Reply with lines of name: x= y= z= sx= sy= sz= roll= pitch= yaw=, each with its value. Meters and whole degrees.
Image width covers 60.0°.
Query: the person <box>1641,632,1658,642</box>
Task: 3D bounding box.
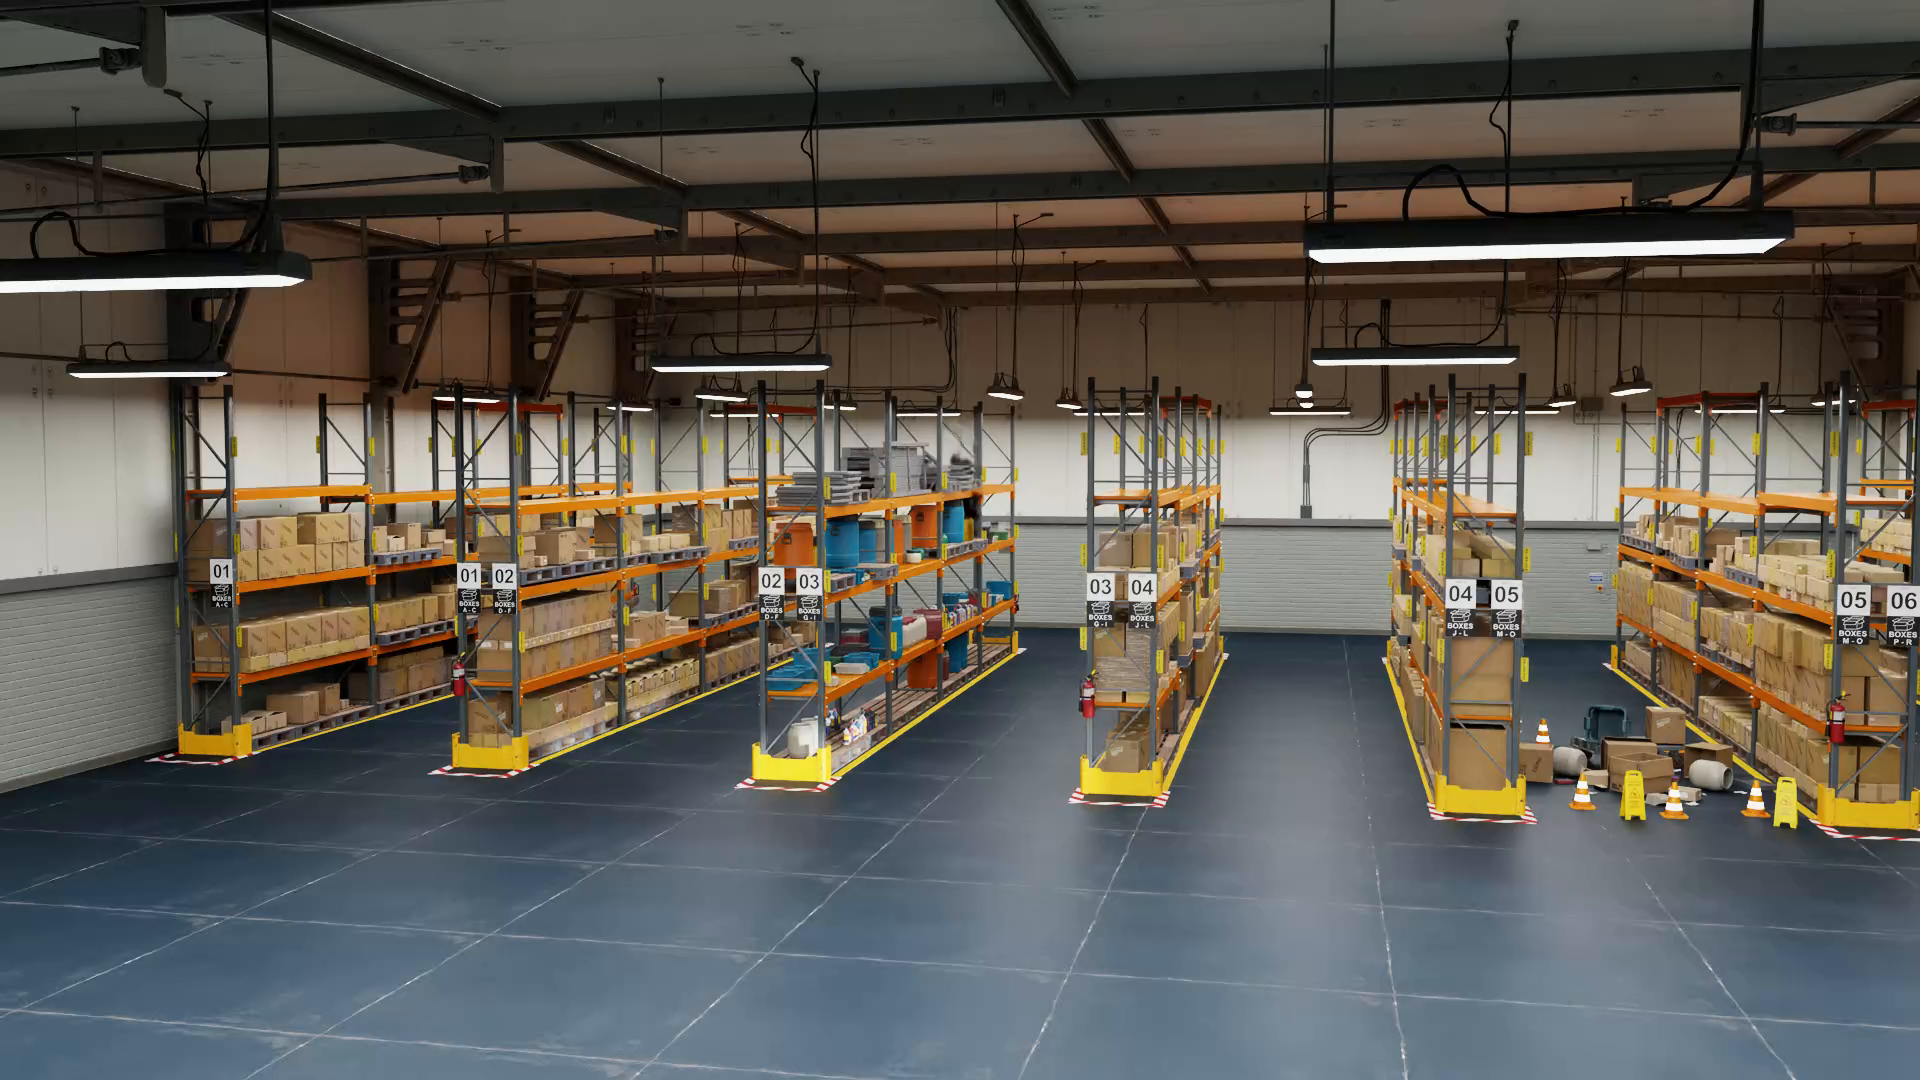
person: x=16.048 y=2.022 z=38.691 sx=0.740 sy=1.642 sz=0.546 roll=-3 pitch=4 yaw=-41

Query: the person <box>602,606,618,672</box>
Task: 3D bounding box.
person: x=-7.142 y=2.222 z=34.238 sx=0.653 sy=1.758 sz=0.647 roll=1 pitch=3 yaw=14
